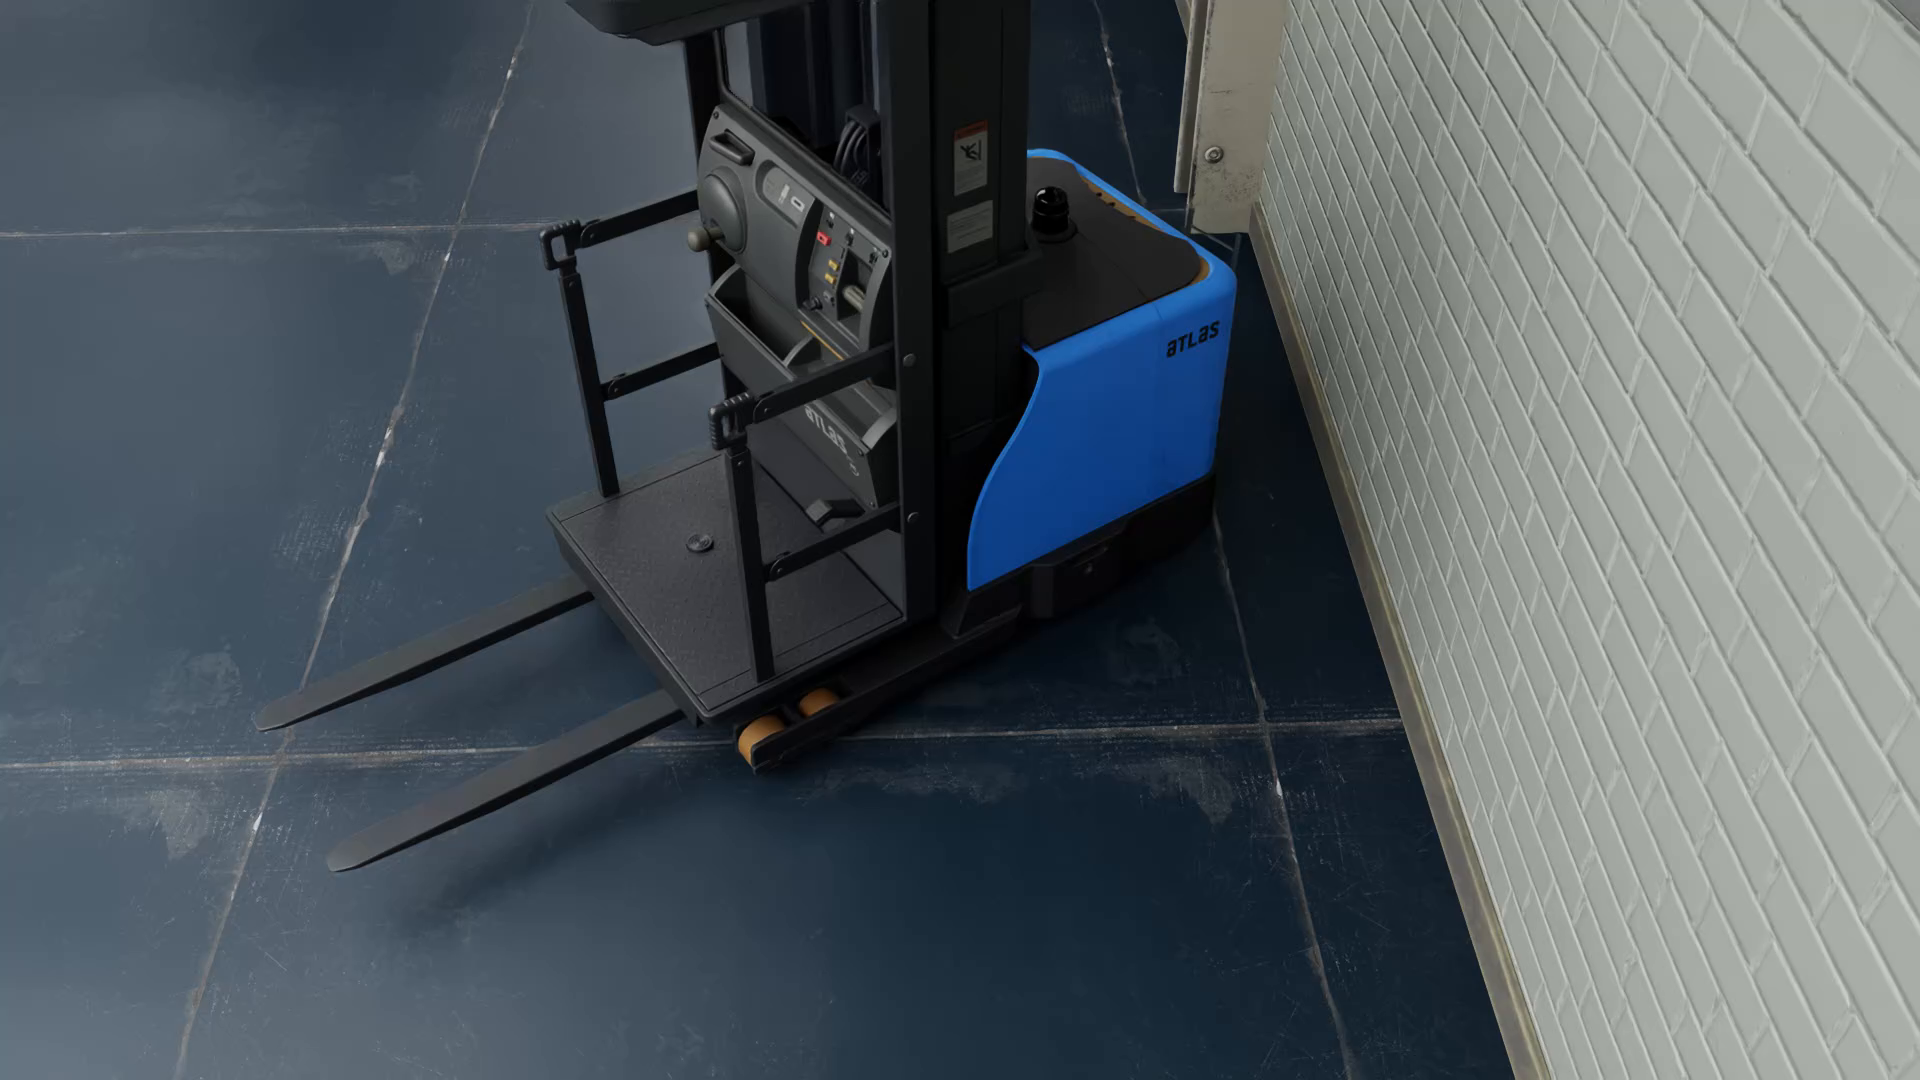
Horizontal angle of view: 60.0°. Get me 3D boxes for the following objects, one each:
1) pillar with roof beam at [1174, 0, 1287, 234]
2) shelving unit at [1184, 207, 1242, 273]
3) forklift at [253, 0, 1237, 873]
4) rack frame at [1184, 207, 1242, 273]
[{"bbox_3d":[-3.177,-4.658,4.172,9.100,9.000,0.400,-2,43,-2],"label":"pillar with roof beam"},{"bbox_3d":[0.752,-0.687,5.822,0.210,0.900,0.258,-26,48,-32],"label":"shelving unit"},{"bbox_3d":[-0.634,-0.799,4.452,3.031,2.935,1.130,-25,48,-25],"label":"forklift"},{"bbox_3d":[0.830,-0.724,5.876,0.006,0.900,0.240,-26,48,-32],"label":"rack frame"}]
